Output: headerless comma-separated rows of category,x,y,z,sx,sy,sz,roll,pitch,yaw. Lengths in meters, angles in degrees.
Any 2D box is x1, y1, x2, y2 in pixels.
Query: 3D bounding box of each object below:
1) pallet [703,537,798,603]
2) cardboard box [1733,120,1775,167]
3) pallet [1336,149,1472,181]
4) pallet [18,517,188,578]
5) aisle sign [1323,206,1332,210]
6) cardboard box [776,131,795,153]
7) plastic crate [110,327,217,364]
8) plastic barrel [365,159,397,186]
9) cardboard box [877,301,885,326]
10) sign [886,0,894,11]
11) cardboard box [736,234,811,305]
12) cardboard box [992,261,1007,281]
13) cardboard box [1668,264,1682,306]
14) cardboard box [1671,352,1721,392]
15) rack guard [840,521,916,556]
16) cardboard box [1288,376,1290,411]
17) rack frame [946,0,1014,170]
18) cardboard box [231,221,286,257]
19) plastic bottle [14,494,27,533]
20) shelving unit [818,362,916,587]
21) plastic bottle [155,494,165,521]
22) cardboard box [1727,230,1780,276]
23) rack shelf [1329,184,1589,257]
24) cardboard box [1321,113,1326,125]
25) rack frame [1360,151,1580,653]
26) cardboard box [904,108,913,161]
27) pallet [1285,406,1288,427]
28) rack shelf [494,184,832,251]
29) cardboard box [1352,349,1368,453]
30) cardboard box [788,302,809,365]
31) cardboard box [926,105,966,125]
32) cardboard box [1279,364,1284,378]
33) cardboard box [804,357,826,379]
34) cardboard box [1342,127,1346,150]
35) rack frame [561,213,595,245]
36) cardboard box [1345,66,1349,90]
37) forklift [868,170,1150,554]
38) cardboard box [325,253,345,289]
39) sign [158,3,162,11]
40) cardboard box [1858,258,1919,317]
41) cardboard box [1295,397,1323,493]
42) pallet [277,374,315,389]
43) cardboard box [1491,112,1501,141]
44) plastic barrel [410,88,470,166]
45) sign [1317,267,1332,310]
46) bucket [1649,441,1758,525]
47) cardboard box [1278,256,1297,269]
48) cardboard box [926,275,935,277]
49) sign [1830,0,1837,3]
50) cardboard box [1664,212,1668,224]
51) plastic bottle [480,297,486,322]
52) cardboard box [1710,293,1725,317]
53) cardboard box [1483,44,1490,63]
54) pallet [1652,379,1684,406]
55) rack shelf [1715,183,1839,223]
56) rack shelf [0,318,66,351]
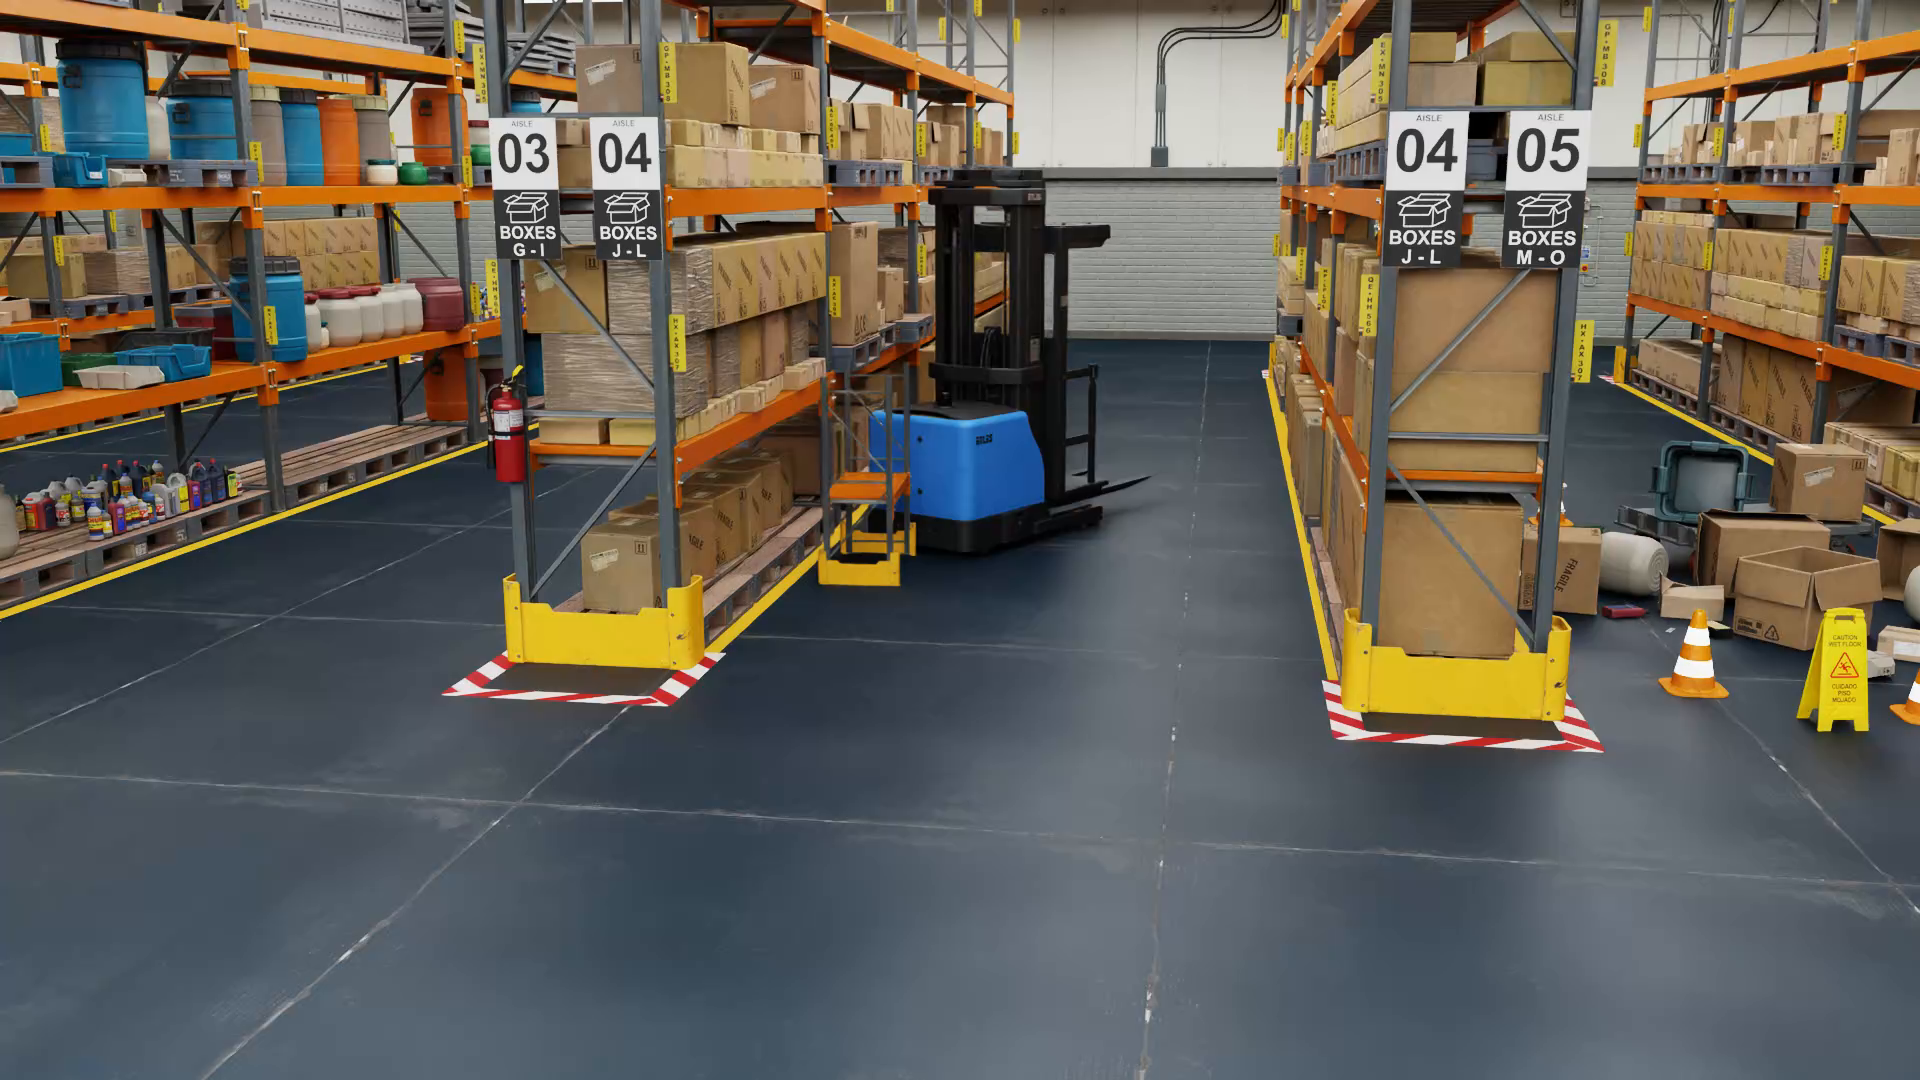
pallet,-1.807,0.196,12.081,1.003,0.211,1.213,2,12,9
cardboard box,9.047,-4.453,18.682,0.500,0.500,0.500,2,12,8
pallet,3.196,-2.634,11.684,1.003,0.211,1.213,2,12,9
pallet,-6.777,0.033,12.837,1.003,0.211,1.213,2,12,9
aisle sign,5.486,-5.155,24.122,0.394,0.787,0.004,2,12,9
cardboard box,-1.419,-2.907,12.153,0.380,0.149,0.250,1,12,7
plastic crate,-6.653,-1.588,13.888,0.767,0.338,0.504,2,12,9
plastic barrel,-5.797,-3.682,16.667,0.301,0.262,0.301,0,12,0
cardboard box,-0.927,-2.179,15.805,0.396,0.266,0.258,2,12,7
sign,-0.867,-6.718,20.711,0.100,0.325,0.005,2,12,9
cardboard box,-1.426,-2.039,12.517,0.500,0.500,0.500,2,12,9
cardboard box,0.402,-3.917,24.201,0.500,0.250,0.500,2,12,8
cardboard box,9.425,-3.273,21.322,0.500,0.500,0.500,2,12,8
cardboard box,9.809,-2.173,21.541,0.875,0.438,0.875,2,12,7
rack guard,-0.636,-0.010,12.947,0.587,0.250,0.087,1,12,5
cardboard box,3.939,-1.561,18.552,0.500,0.500,0.500,1,12,6
rack frame,0.293,-6.993,24.582,1.000,3.000,0.127,2,12,9
cardboard box,-9.760,-4.176,23.140,0.500,0.500,0.500,2,12,10
plastic bottle,-7.213,-0.199,12.699,0.061,0.283,0.133,2,12,10
shelving unit,-0.681,-0.517,12.331,0.587,1.500,1.083,1,12,5
plastic bottle,-6.360,-0.260,13.179,0.097,0.201,0.097,0,12,0
cardboard box,9.067,-3.255,18.867,0.500,0.500,0.500,2,12,8
rack shelf,3.025,-2.079,10.608,1.077,0.370,4.000,2,12,9
cardboard box,3.753,-4.195,16.666,0.396,0.266,0.258,2,12,9
rack frame,2.717,-0.548,8.916,1.000,3.000,0.127,2,12,9
cardboard box,-0.764,-4.047,16.609,0.500,0.500,0.500,2,12,10
pallet,4.445,-1.521,20.049,1.003,0.211,1.213,2,12,9
rack shelf,-1.861,-2.261,11.451,1.077,0.370,4.000,2,12,9
cardboard box,2.793,-0.815,9.800,0.875,0.550,0.550,2,12,9
cardboard box,-1.683,-1.665,13.156,0.875,0.500,0.500,2,12,9
cardboard box,-0.172,-5.559,21.798,0.500,0.250,0.500,1,12,5
cardboard box,4.350,-2.192,21.609,0.380,0.149,0.250,1,12,7
cardboard box,-1.296,-1.385,13.398,0.380,0.149,0.250,2,12,9
cardboard box,2.824,-2.756,11.402,0.380,0.149,0.250,2,12,8
rack frame,-5.217,-3.388,22.095,1.000,3.000,0.127,2,12,9
cardboard box,2.824,-3.145,11.315,0.380,0.149,0.250,2,12,8
forklift,0.551,-1.582,13.877,1.130,2.935,3.031,9,15,36
cardboard box,-9.531,-4.012,24.754,0.500,0.500,0.500,2,12,8
sign,-10.644,-6.999,22.204,0.100,0.325,0.005,2,12,9
cardboard box,8.483,-2.279,15.006,0.500,0.500,0.500,3,12,12
cardboard box,3.491,-0.819,14.517,1.050,0.750,0.750,2,12,9
pallet,-10.004,-2.329,23.800,1.003,0.211,1.213,2,12,9
cardboard box,3.125,-2.260,9.101,0.380,0.149,0.250,2,12,9
plastic barrel,-5.742,-4.555,18.374,0.600,0.830,0.708,2,12,9
sign,2.795,-1.923,12.738,0.100,0.325,0.005,2,12,9
bucket,5.590,-0.420,12.486,0.726,0.611,0.620,7,4,28
cardboard box,4.048,-3.352,20.115,0.380,0.149,0.250,3,12,12
cardboard box,-0.442,-2.750,18.899,0.500,0.500,0.500,2,12,8
sign,10.007,-6.320,19.052,0.100,0.325,0.005,2,12,9
cardboard box,9.542,-4.260,21.988,0.380,0.149,0.250,2,12,9
plastic bottle,-5.401,-2.595,18.722,0.097,0.271,0.097,0,12,0
cardboard box,9.141,-2.750,19.491,0.500,0.250,0.500,2,12,7
cardboard box,3.201,-2.753,9.495,0.380,0.149,0.250,2,12,9
pallet,9.849,-1.954,22.059,1.003,0.211,1.213,2,12,9
rack shelf,9.162,-3.605,17.688,1.077,0.370,4.000,2,12,9
rack shelf,-11.033,-1.949,17.124,1.077,0.370,4.000,2,12,9
